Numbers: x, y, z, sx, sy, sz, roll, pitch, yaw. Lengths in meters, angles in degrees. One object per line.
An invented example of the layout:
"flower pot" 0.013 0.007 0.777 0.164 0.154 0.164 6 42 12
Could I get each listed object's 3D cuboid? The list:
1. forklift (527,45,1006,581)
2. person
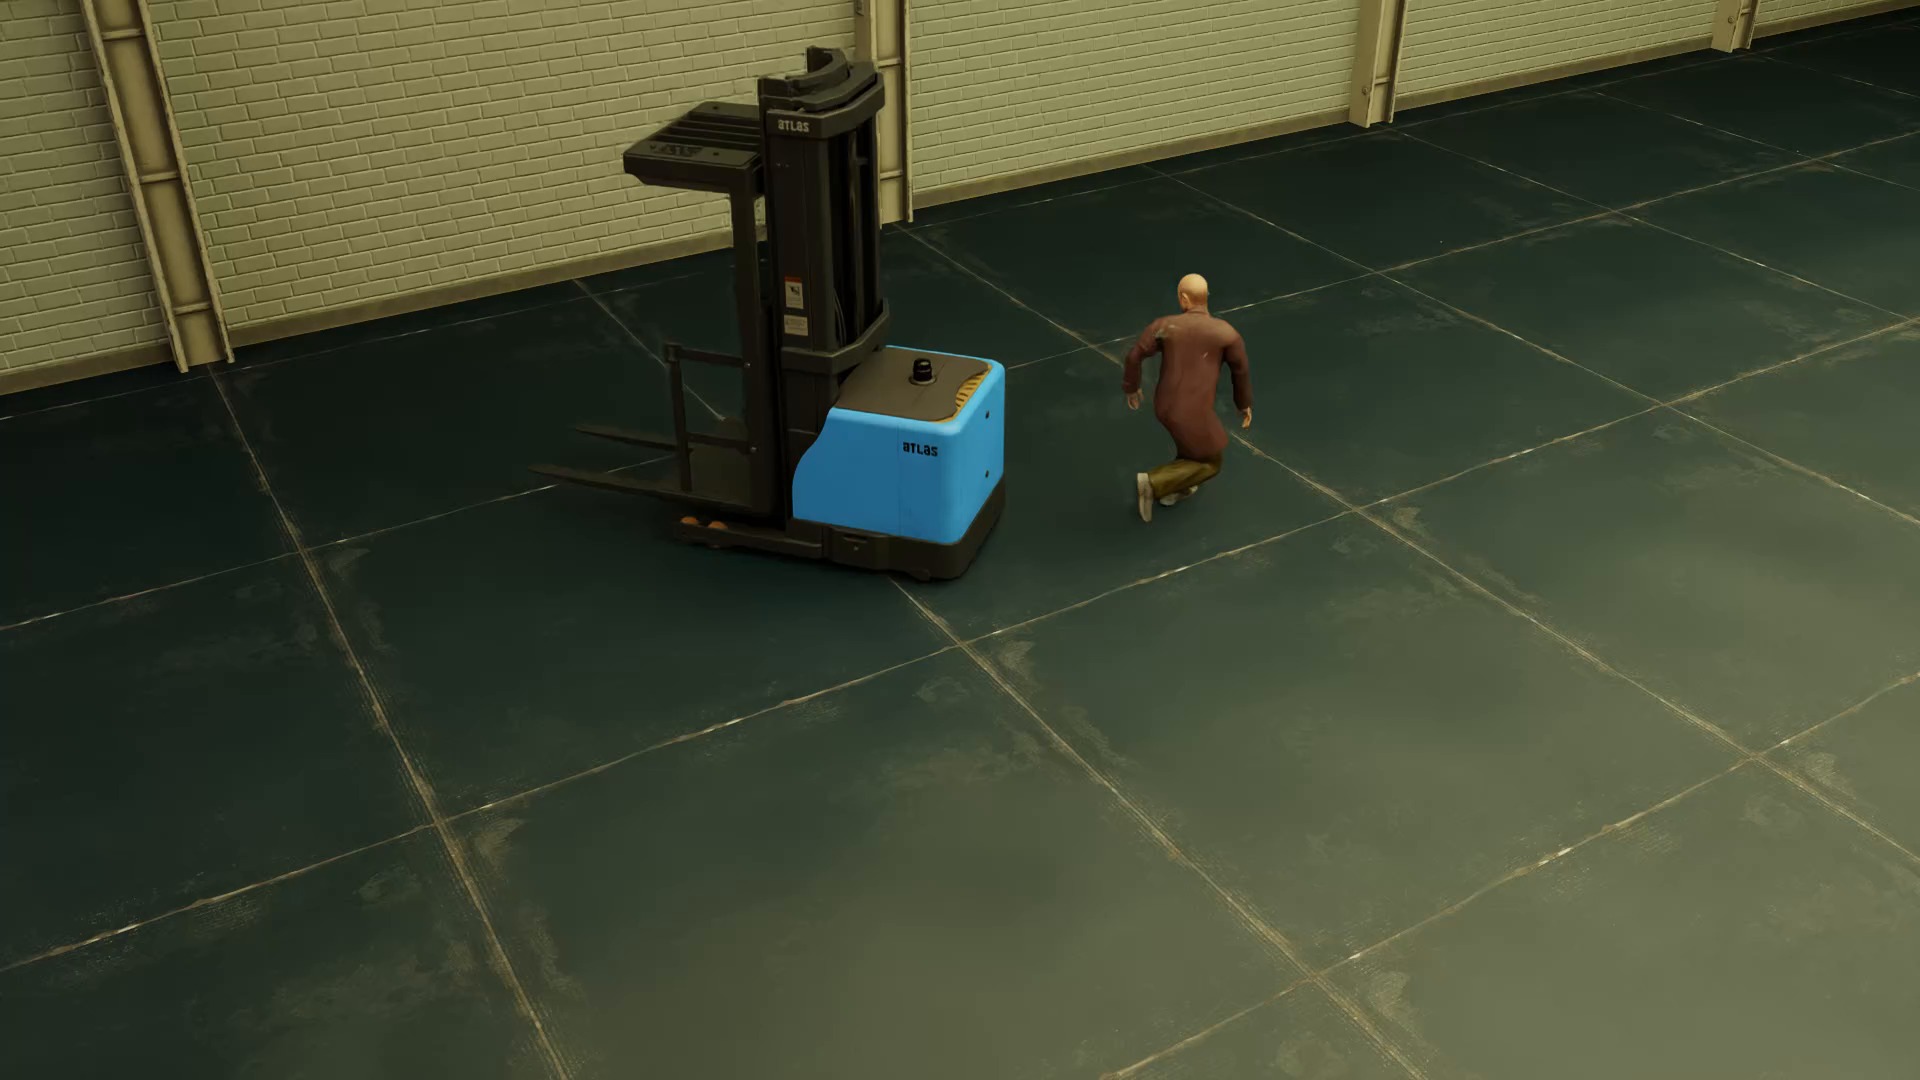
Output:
"forklift" -1.284 -1.450 10.068 3.031 2.935 1.130 10 32 16
"person" 1.357 -0.821 10.552 0.749 1.398 0.744 -25 39 -36
